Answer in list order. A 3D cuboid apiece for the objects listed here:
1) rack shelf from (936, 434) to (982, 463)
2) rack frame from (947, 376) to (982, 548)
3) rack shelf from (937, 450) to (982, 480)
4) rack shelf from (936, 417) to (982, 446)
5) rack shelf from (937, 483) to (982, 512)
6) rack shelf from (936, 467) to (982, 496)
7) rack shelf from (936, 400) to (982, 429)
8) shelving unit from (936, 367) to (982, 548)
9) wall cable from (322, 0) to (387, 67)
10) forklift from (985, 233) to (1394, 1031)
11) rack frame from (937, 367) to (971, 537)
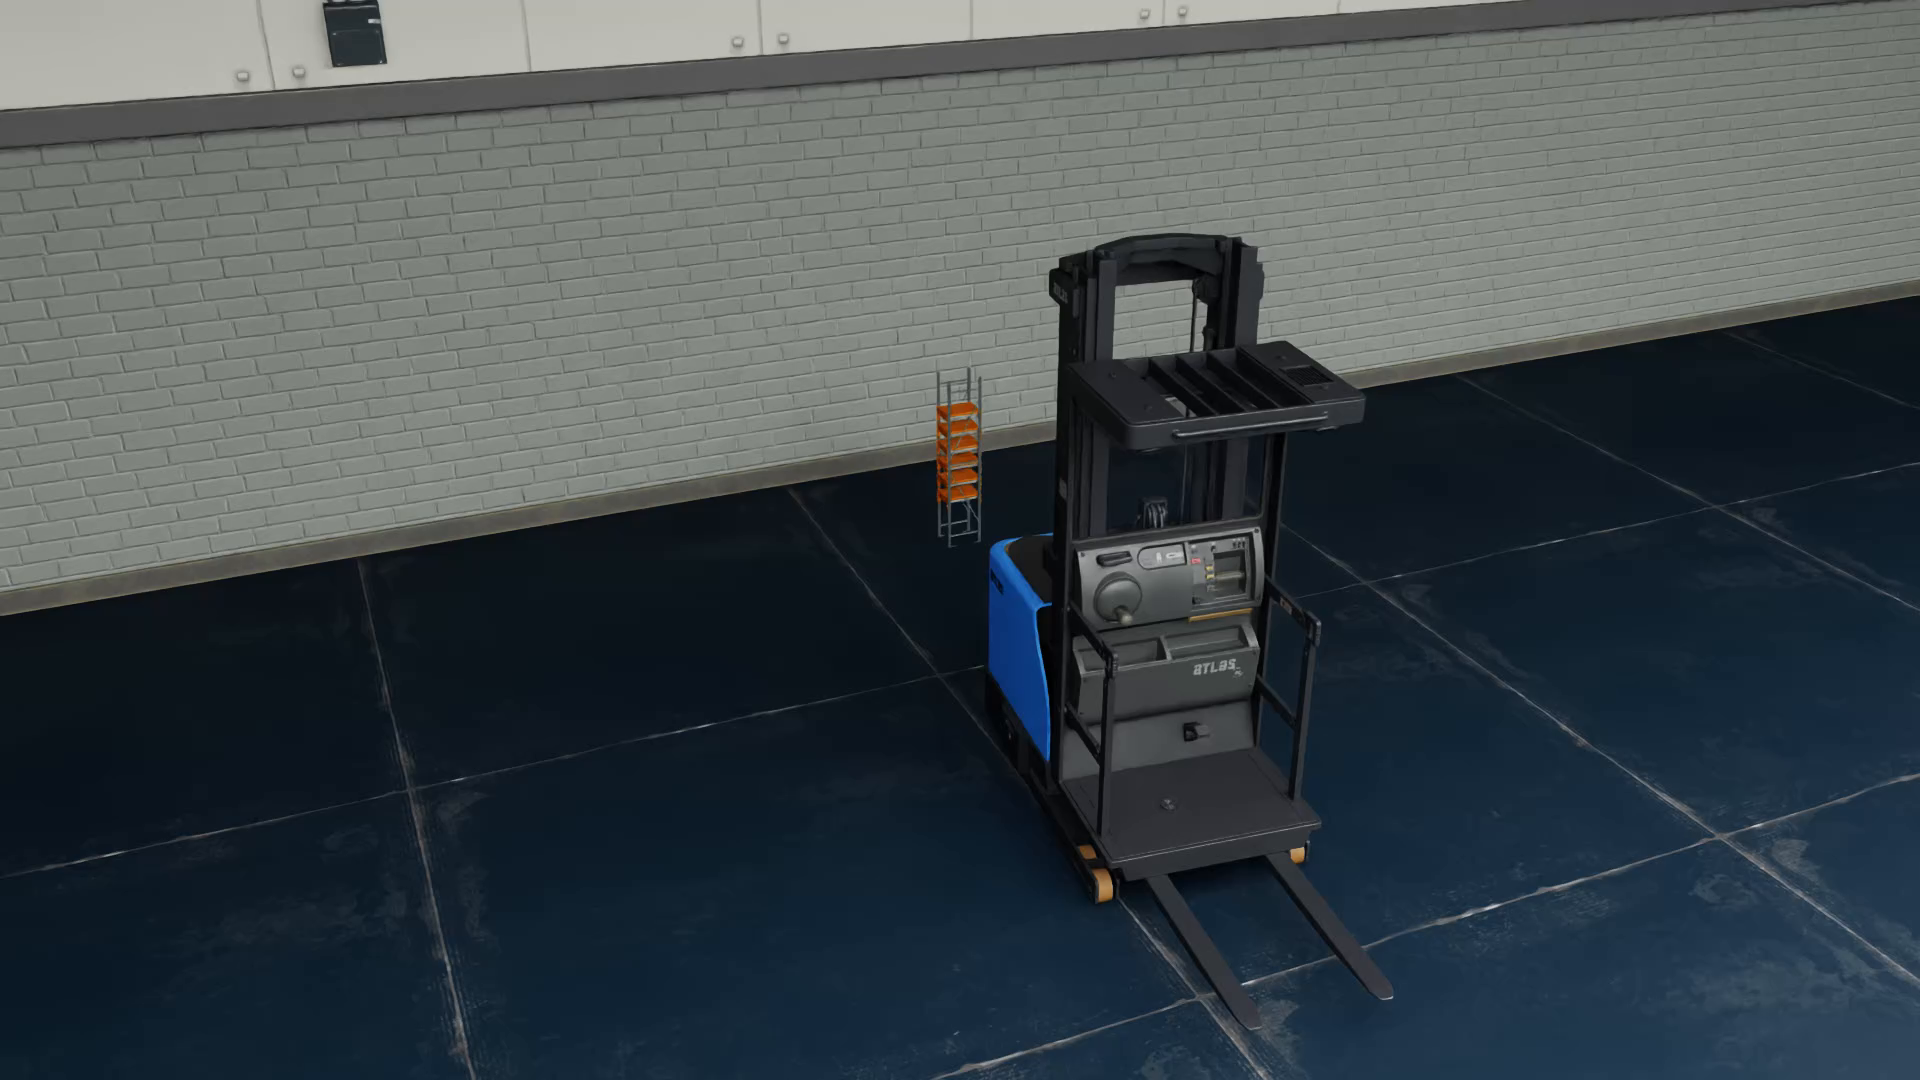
[{"bbox_3d":[-0.006,-0.613,11.112,0.258,0.103,0.180,-11,28,-21],"label":"rack shelf"},{"bbox_3d":[0.030,-0.508,11.069,0.240,1.200,0.006,-11,28,-21],"label":"rack frame"},{"bbox_3d":[-0.006,-0.505,11.164,0.258,0.103,0.180,-11,28,-21],"label":"rack shelf"},{"bbox_3d":[-0.006,-0.721,11.059,0.258,0.103,0.180,-11,28,-21],"label":"rack shelf"},{"bbox_3d":[-0.006,-0.289,11.270,0.258,0.103,0.180,-11,28,-21],"label":"rack shelf"},{"bbox_3d":[-0.006,-0.397,11.217,0.258,0.103,0.180,-11,28,-21],"label":"rack shelf"},{"bbox_3d":[-0.006,-0.829,11.006,0.258,0.103,0.180,-11,28,-21],"label":"rack shelf"},{"bbox_3d":[-0.006,-0.545,11.145,0.258,1.200,0.189,-11,28,-21],"label":"shelving unit"},{"bbox_3d":[-2.653,-5.701,8.941,2.305,6.003,0.169,-11,28,-21],"label":"wall cable"},{"bbox_3d":[1.059,0.207,7.632,1.130,2.935,3.031,-8,27,-15],"label":"forklift"},{"bbox_3d":[-0.042,-0.582,11.221,0.240,1.200,0.006,-11,28,-21],"label":"rack frame"}]
